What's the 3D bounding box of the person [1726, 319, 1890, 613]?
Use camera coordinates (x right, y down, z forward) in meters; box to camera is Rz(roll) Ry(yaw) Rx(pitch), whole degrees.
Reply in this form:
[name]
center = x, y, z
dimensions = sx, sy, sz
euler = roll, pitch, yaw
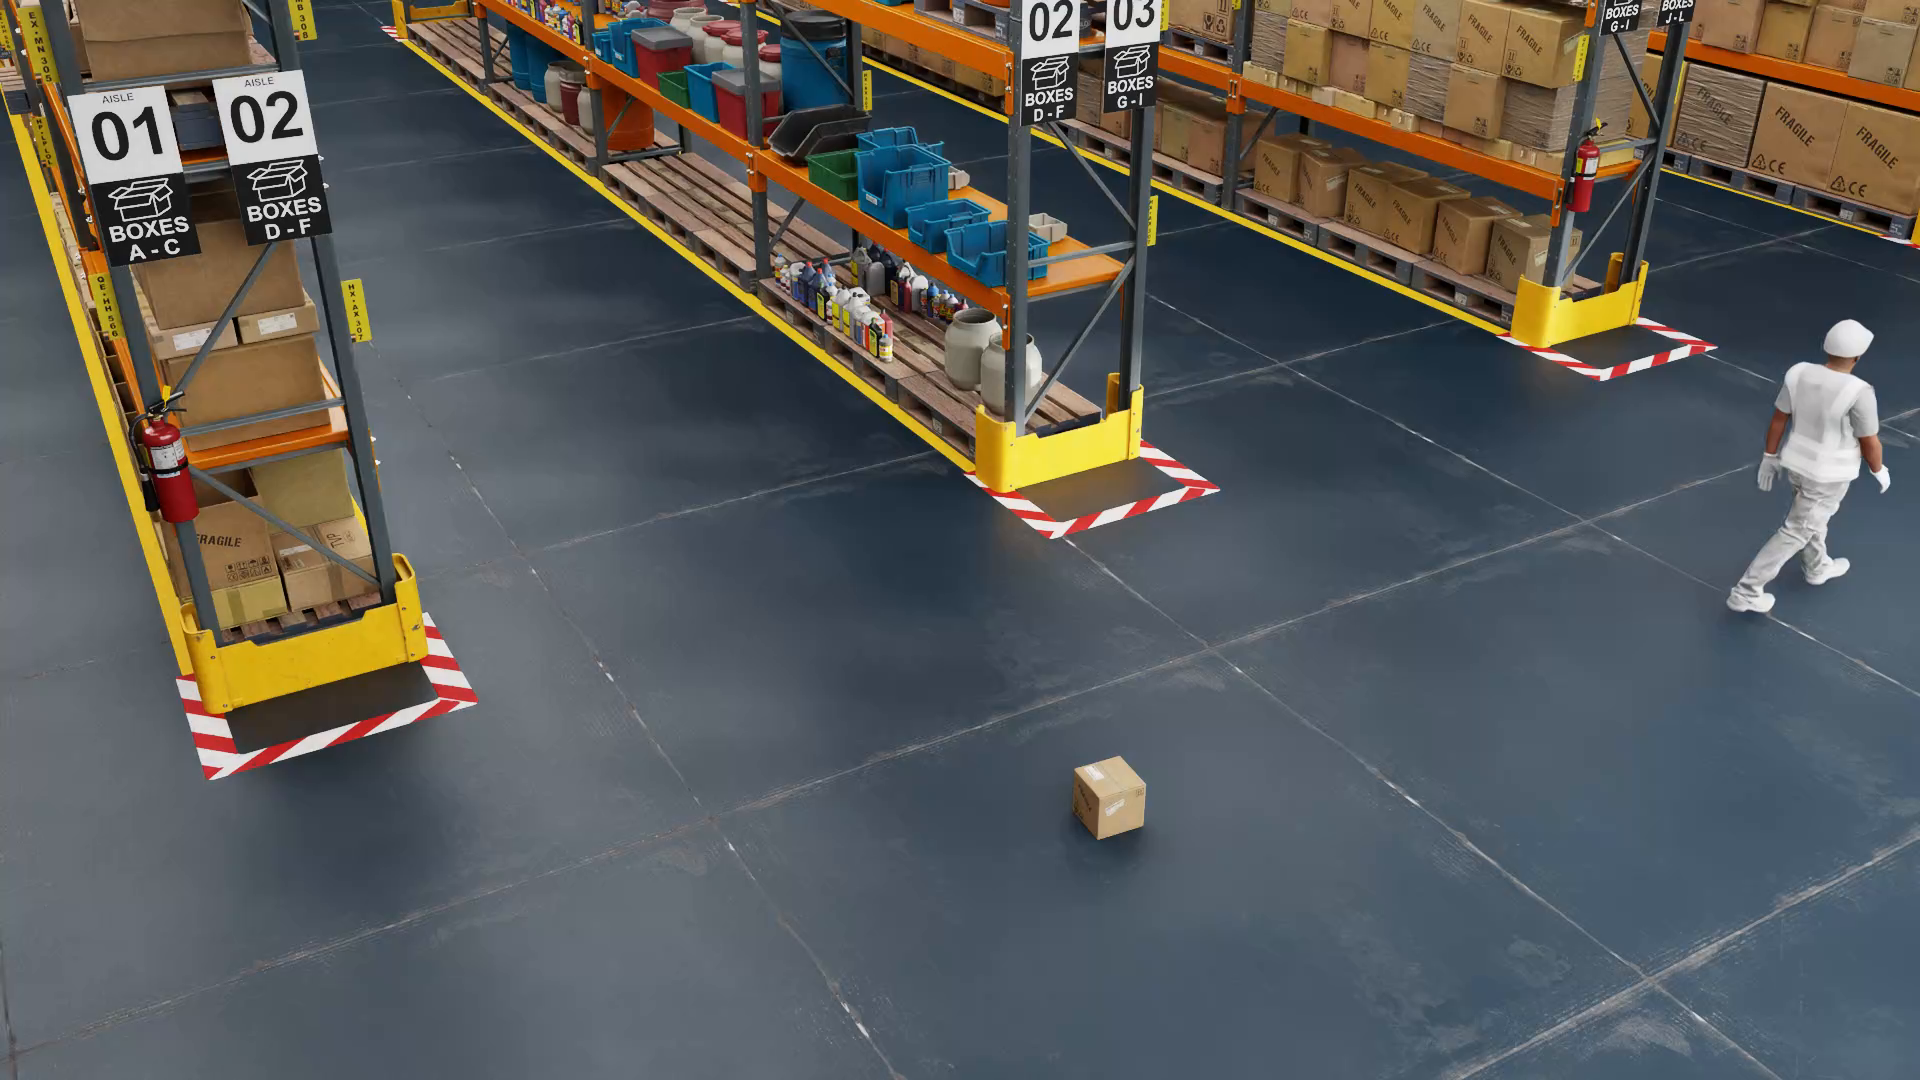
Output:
[person]
center = 4.862, -0.420, 9.317
dimensions = 1.041, 1.738, 0.541
euler = -9, 30, -16
